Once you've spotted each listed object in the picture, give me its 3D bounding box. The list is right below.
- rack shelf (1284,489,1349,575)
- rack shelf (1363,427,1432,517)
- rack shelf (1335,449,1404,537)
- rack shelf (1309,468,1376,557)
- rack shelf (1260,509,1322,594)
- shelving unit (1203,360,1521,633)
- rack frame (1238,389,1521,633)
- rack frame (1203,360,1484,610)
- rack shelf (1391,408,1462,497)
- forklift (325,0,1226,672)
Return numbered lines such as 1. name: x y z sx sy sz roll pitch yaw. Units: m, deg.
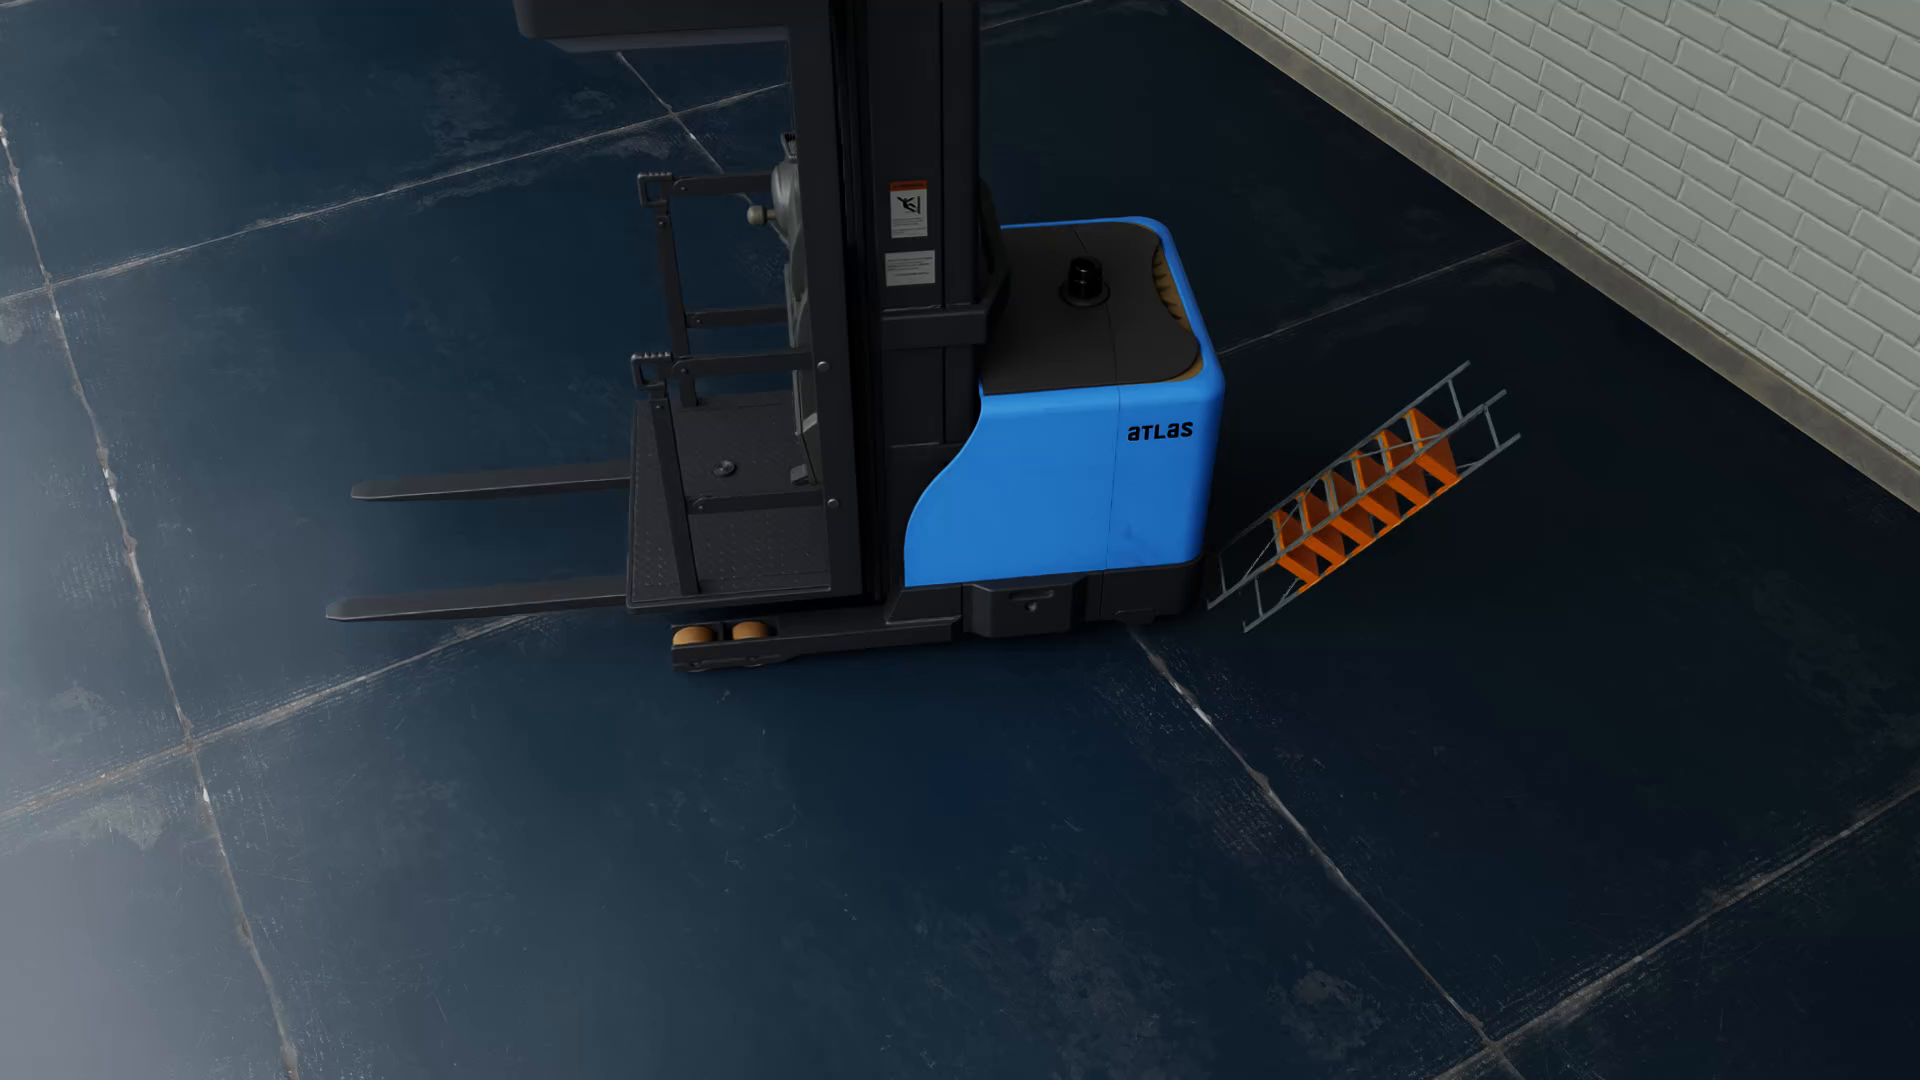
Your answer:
1. rack shelf: 1.218 -0.034 5.712 0.180 0.103 0.258 31 37 -25
2. rack shelf: 1.446 -0.230 5.514 0.180 0.103 0.258 31 37 -25
3. rack shelf: 1.370 -0.165 5.580 0.180 0.103 0.258 31 37 -25
4. rack shelf: 1.294 -0.099 5.646 0.180 0.103 0.258 31 37 -25
5. rack shelf: 1.142 0.032 5.778 0.180 0.103 0.258 31 37 -25
6. shelving unit: 1.322 -0.124 5.621 0.189 1.200 0.258 31 37 -25
7. rack frame: 1.393 -0.081 5.661 0.006 1.200 0.240 31 37 -25
8. rack frame: 1.251 -0.166 5.582 0.006 1.200 0.240 31 37 -25
9. rack shelf: 1.522 -0.296 5.448 0.180 0.103 0.258 31 37 -25
10. forklift: -0.697 -0.984 5.160 3.031 2.935 1.130 -5 44 -5
